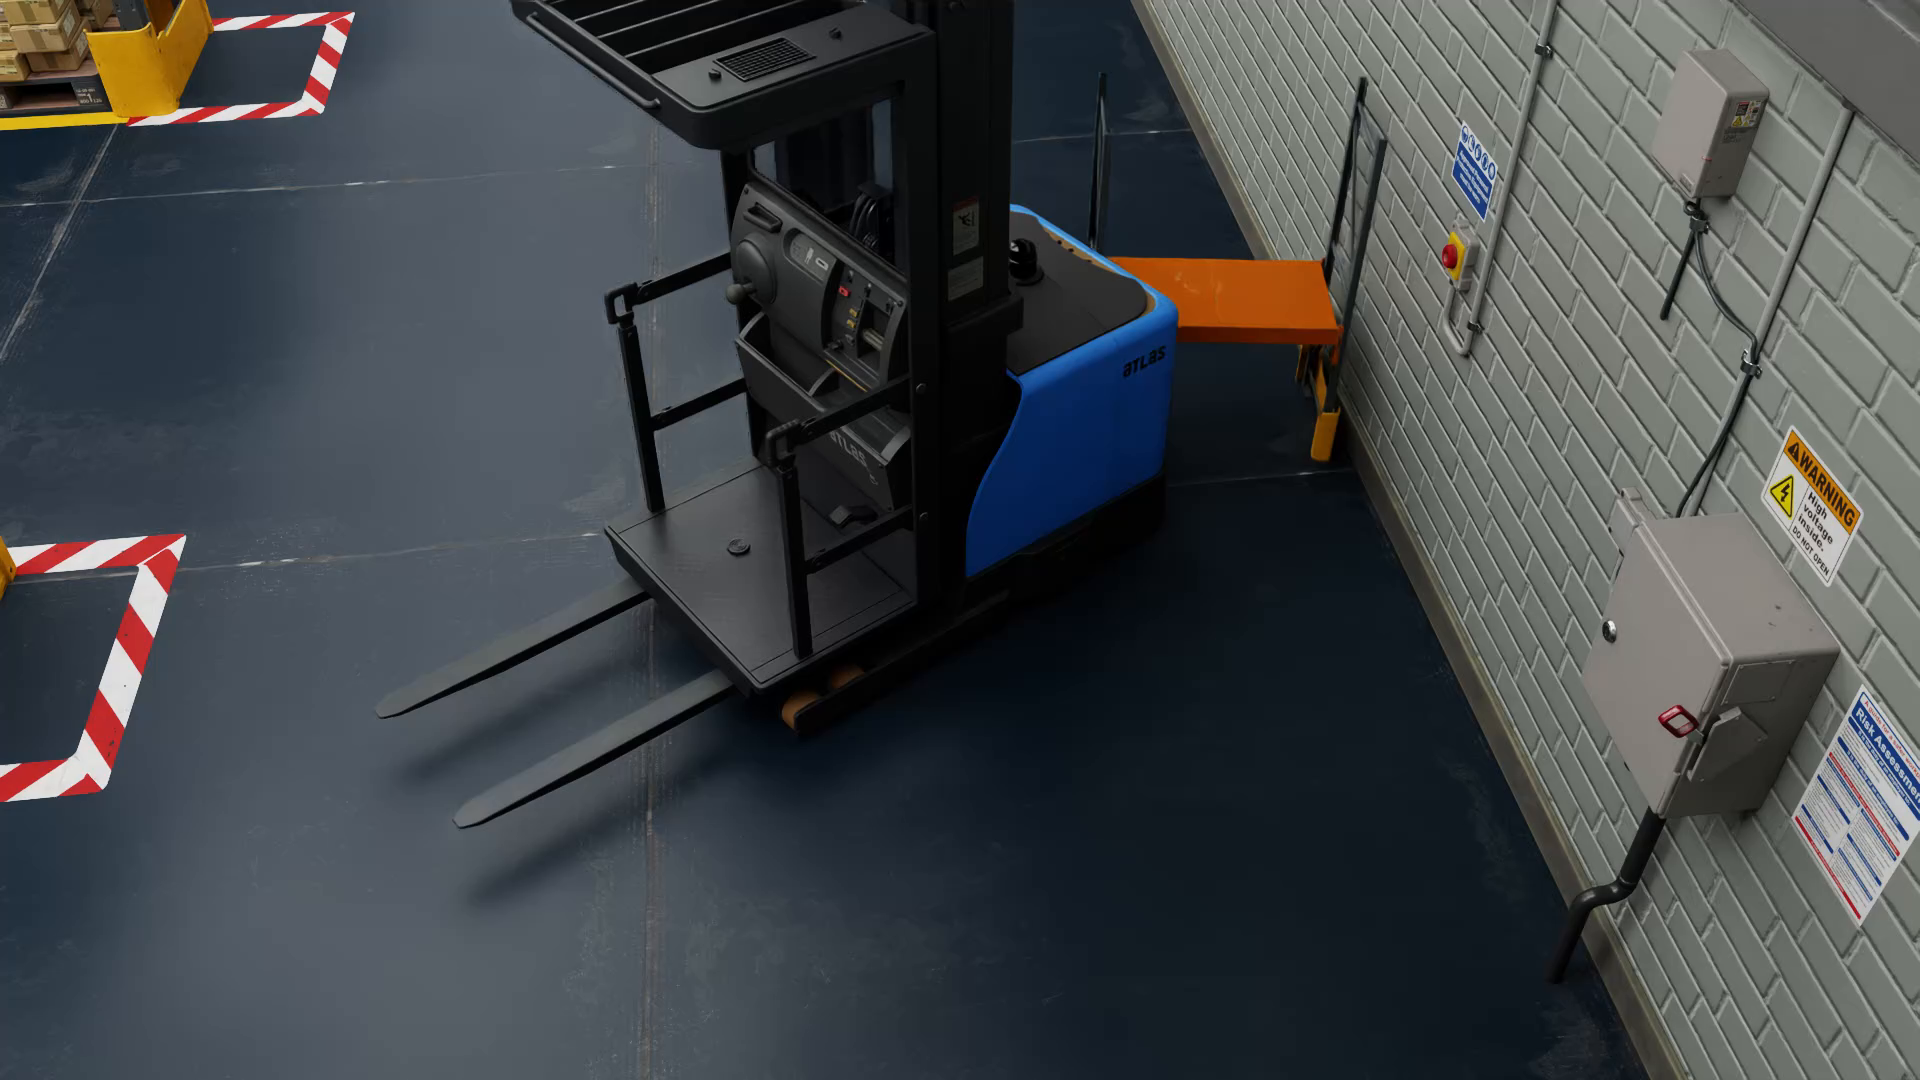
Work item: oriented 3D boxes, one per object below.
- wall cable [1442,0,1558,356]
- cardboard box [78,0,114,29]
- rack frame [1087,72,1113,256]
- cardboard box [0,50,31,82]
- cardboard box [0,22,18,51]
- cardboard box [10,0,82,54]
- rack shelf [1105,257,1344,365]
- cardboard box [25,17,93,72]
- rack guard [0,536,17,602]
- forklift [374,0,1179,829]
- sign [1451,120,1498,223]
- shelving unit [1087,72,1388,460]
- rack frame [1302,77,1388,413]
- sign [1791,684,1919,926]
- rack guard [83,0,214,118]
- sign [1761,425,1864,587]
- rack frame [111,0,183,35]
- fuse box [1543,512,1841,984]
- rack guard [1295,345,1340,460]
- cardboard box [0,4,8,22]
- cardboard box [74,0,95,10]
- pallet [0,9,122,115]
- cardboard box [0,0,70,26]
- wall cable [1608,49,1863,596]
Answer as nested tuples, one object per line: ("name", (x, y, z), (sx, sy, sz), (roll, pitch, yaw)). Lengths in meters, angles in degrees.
("wall cable", (1.711, -1.519, 5.412), (0.123, 1.953, 0.585), (-5, 42, -6))
("cardboard box", (-5.180, -3.168, 9.837), (0.250, 0.149, 0.380), (-4, 42, -5))
("rack frame", (0.549, -1.116, 6.847), (0.032, 1.500, 0.500), (1, 42, 0))
("cardboard box", (-5.356, -2.727, 9.349), (0.250, 0.149, 0.380), (-4, 42, -4))
("cardboard box", (-5.371, -2.889, 9.306), (0.250, 0.149, 0.380), (-6, 42, -7))
("cardboard box", (-5.105, -2.876, 9.292), (0.250, 0.149, 0.380), (-6, 42, -7))
("rack shelf", (1.055, -0.972, 6.964), (1.000, 0.185, 0.538), (1, 42, 0))
("cardboard box", (-5.114, -2.817, 9.448), (0.250, 0.149, 0.380), (-4, 42, -5))
("rack guard", (-3.853, 0.301, 6.043), (0.348, 0.500, 1.175), (-5, 42, -6))
("forklift", (-0.645, -0.795, 5.443), (3.031, 2.935, 1.130), (-28, 49, -28))
("sign", (1.766, -1.268, 5.714), (0.001, 0.218, 0.327), (-5, 42, -6))
("shelving unit", (1.066, -1.104, 6.842), (1.083, 1.500, 0.587), (1, 42, 0))
("rack frame", (1.565, -1.094, 6.838), (0.032, 1.500, 0.500), (1, 42, 0))
("sign", (2.108, 0.623, 3.890), (0.001, 0.494, 0.329), (-5, 42, -6))
("rack guard", (-4.694, -2.969, 9.668), (0.348, 0.500, 1.175), (-5, 42, -6))
("sign", (2.037, -0.084, 3.986), (0.001, 0.242, 0.339), (-5, 42, -6))
("rack frame", (-4.619, -3.903, 8.838), (0.127, 3.000, 1.000), (-5, 42, -6))
("fuse box", (1.839, 0.756, 4.634), (0.414, 1.711, 0.539), (-5, 42, -6))
("rack guard", (1.557, -0.632, 7.260), (0.087, 0.250, 0.587), (1, 42, 0))
("cardboard box", (-5.368, -3.024, 9.233), (0.250, 0.149, 0.380), (-4, 42, -5))
("cardboard box", (-5.172, -3.236, 9.691), (0.250, 0.149, 0.380), (-3, 42, -4))
("pallet", (-5.504, -2.814, 9.712), (1.213, 0.211, 1.003), (-5, 42, -6))
("cardboard box", (-5.111, -3.007, 9.215), (0.250, 0.149, 0.380), (-5, 42, -5))
("wall cable", (1.907, -0.566, 4.380), (0.122, 1.984, 0.588), (-5, 42, -6))
